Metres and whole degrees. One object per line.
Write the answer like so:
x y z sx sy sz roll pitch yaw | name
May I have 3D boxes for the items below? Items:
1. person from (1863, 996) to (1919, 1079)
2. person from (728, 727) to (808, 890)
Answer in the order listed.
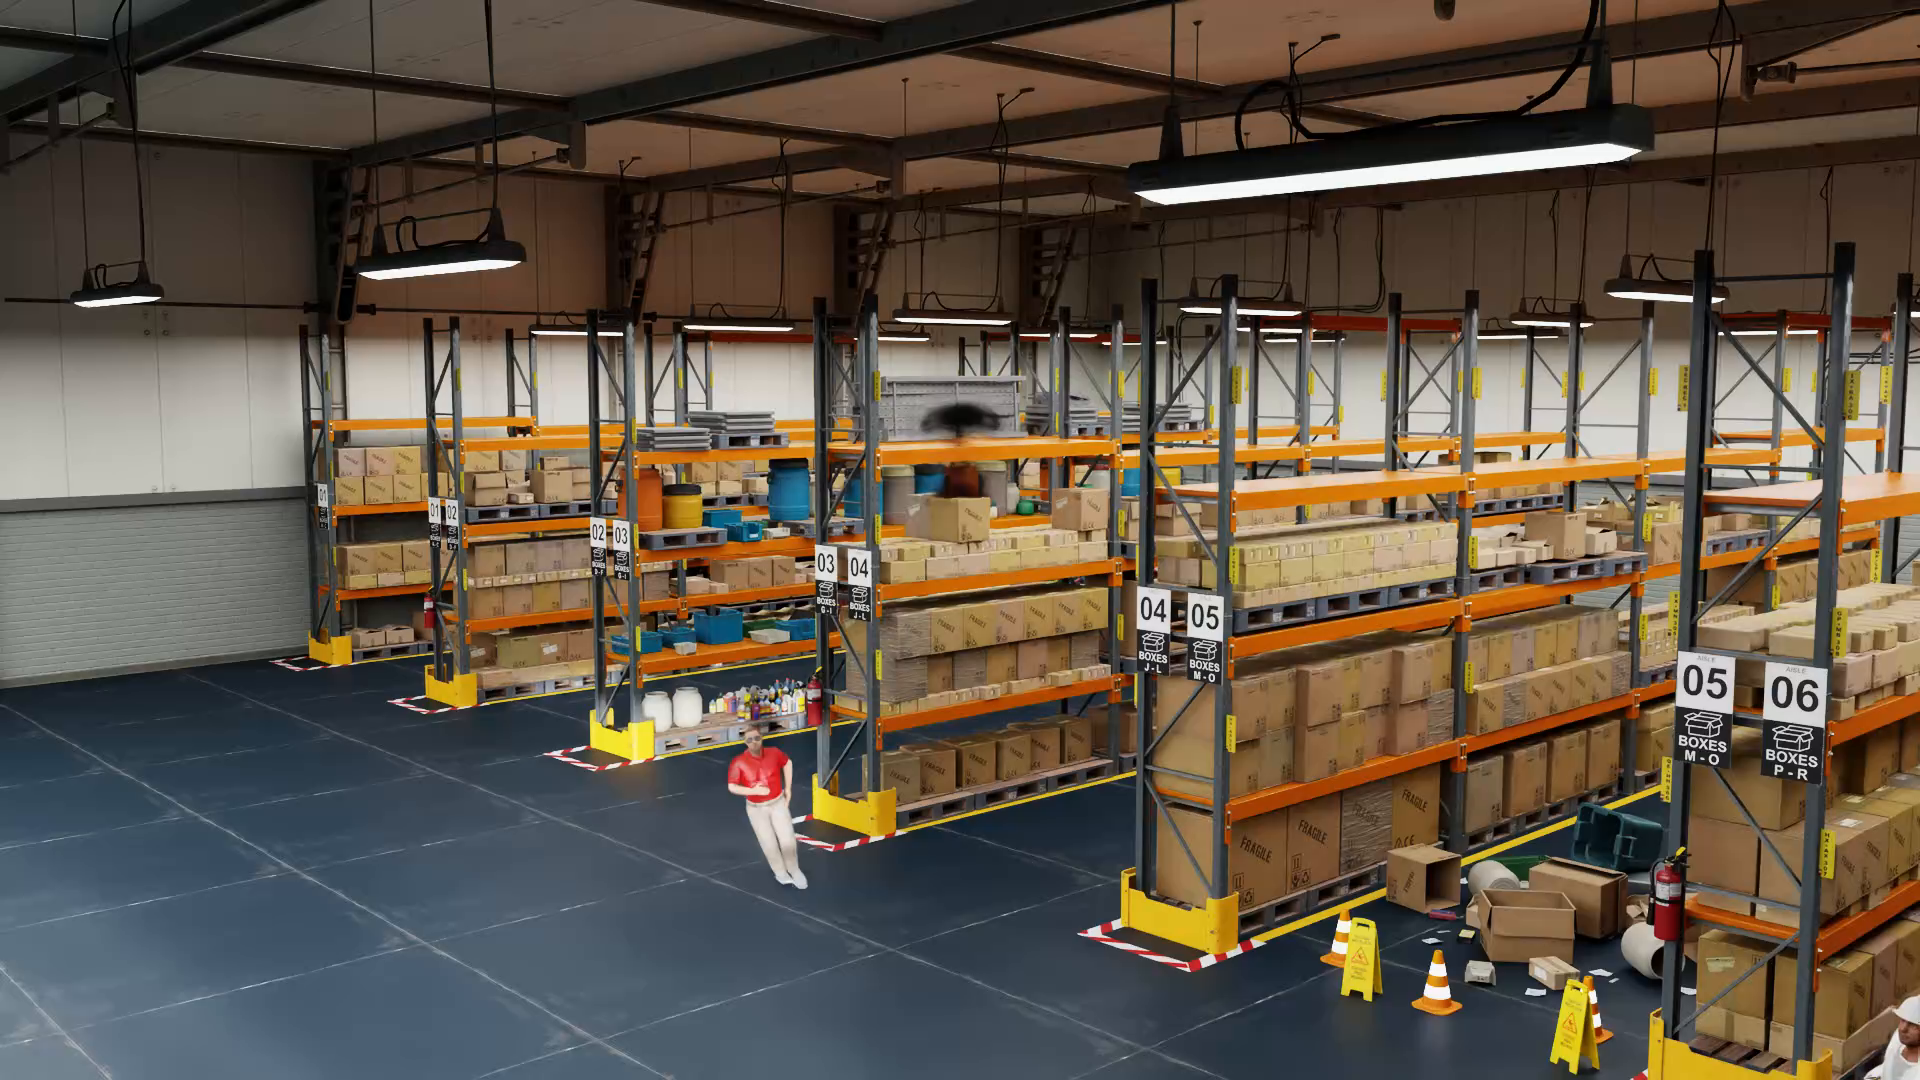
5.364 3.351 9.426 0.727 1.701 0.804 -3 6 -27 | person
-1.914 2.678 16.536 0.785 1.661 0.641 -1 6 -11 | person
